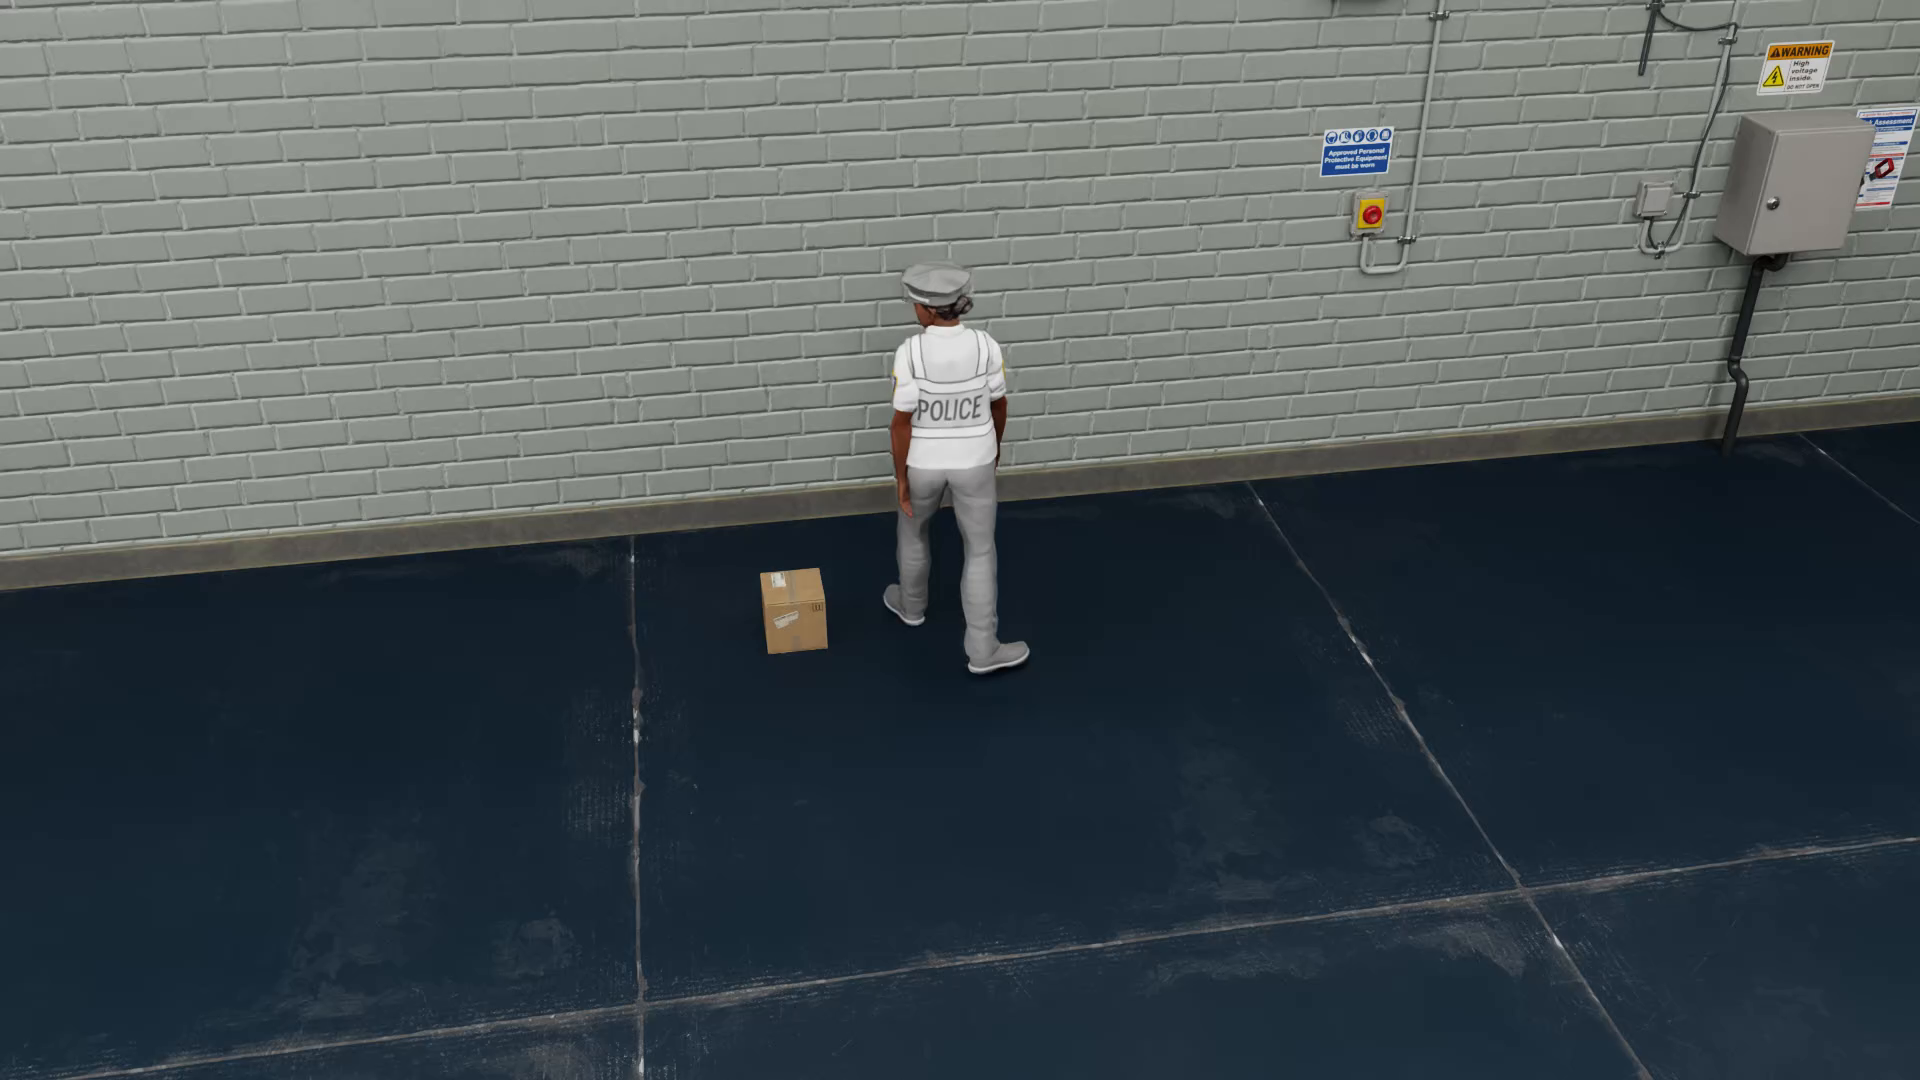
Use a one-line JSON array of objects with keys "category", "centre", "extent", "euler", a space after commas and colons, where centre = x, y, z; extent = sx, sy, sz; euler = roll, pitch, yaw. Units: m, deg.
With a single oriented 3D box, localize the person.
[{"category": "person", "centre": [-0.024, -0.301, 6.617], "extent": [0.613, 1.641, 0.677], "euler": [-1, 31, -1]}]
